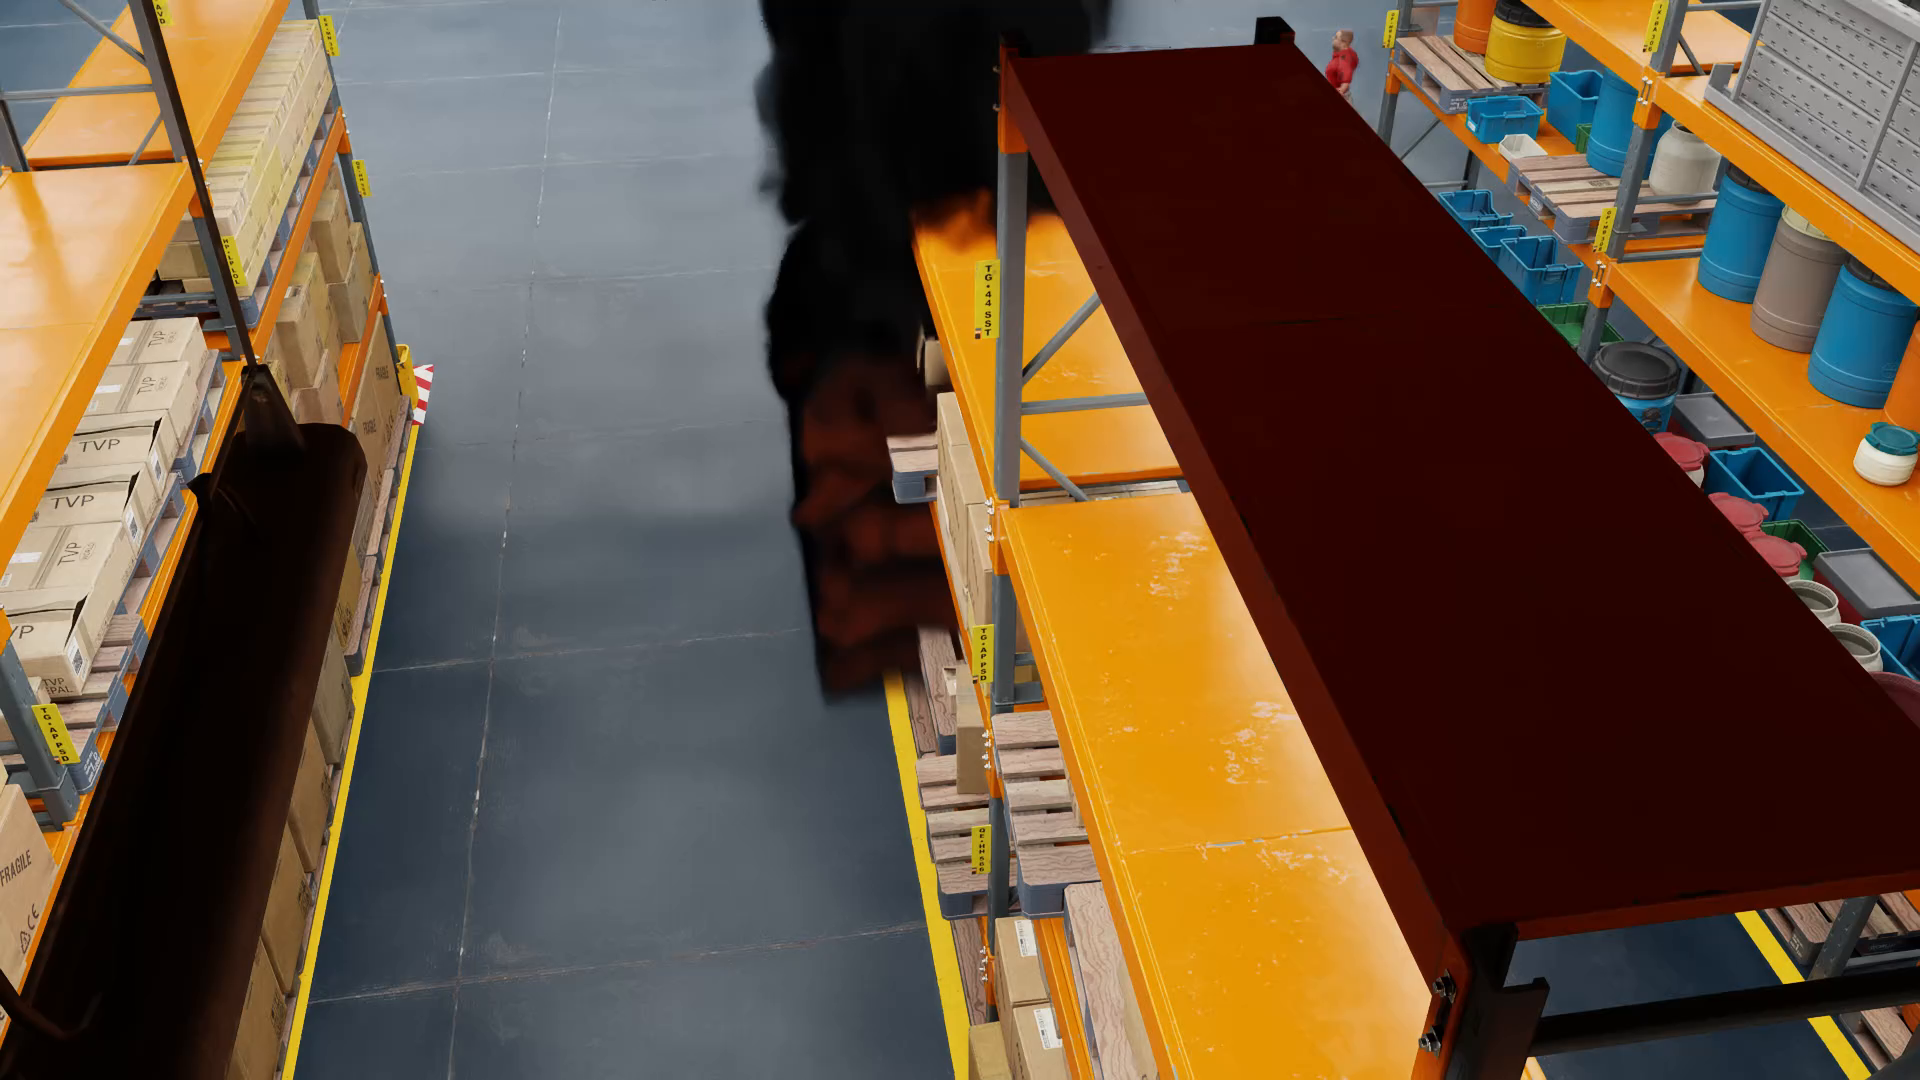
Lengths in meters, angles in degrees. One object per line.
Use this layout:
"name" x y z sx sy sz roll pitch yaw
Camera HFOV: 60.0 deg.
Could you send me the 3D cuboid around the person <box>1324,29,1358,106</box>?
"person" 4.280 -4.896 18.704 0.600 1.702 0.683 9 37 12
